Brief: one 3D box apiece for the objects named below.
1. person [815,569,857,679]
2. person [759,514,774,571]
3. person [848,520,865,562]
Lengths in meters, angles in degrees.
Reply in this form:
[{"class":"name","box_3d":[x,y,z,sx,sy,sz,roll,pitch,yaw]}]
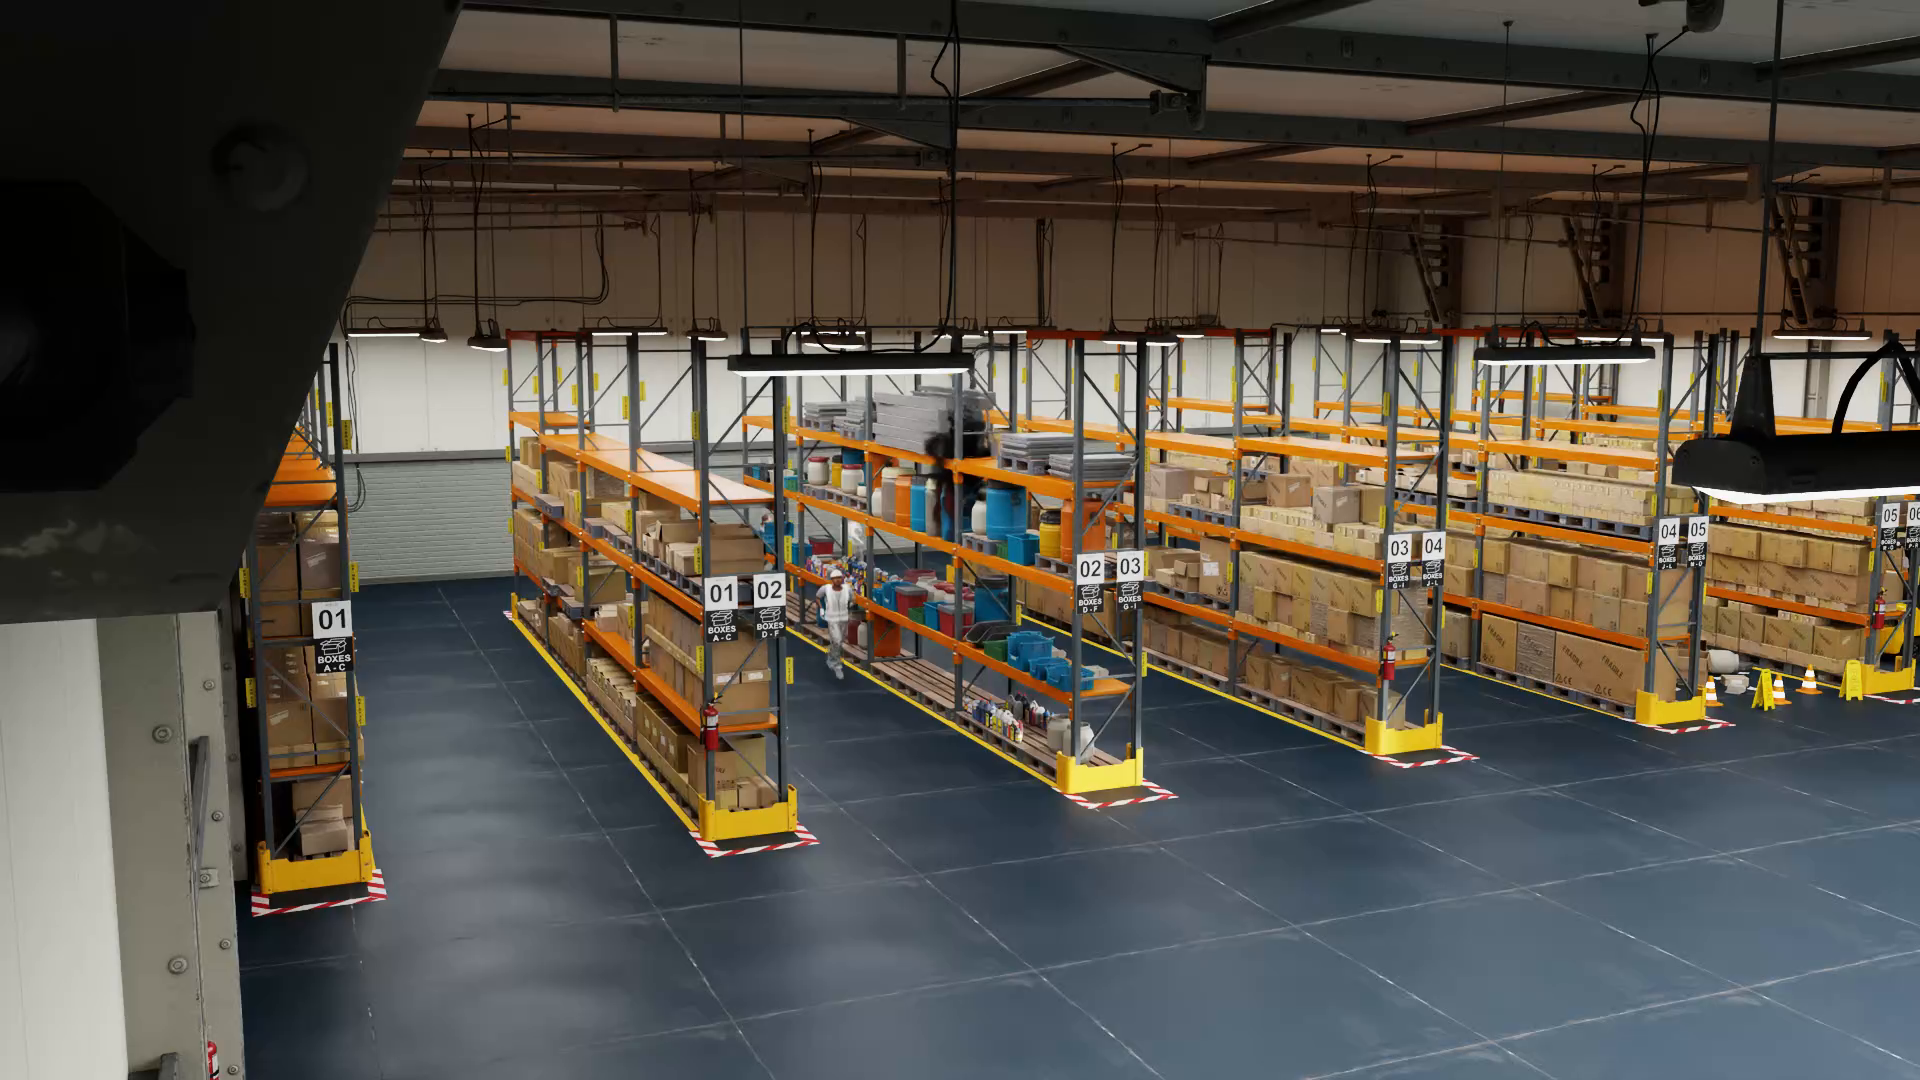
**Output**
[{"class":"person","box_3d":[-2.075,1.388,28.244,0.652,1.818,0.823,-4,9,-26]},{"class":"person","box_3d":[-4.502,0.195,39.282,0.578,1.633,0.572,-2,8,-11]},{"class":"person","box_3d":[-2.537,0.154,39.461,0.868,1.681,0.641,0,8,-3]}]
